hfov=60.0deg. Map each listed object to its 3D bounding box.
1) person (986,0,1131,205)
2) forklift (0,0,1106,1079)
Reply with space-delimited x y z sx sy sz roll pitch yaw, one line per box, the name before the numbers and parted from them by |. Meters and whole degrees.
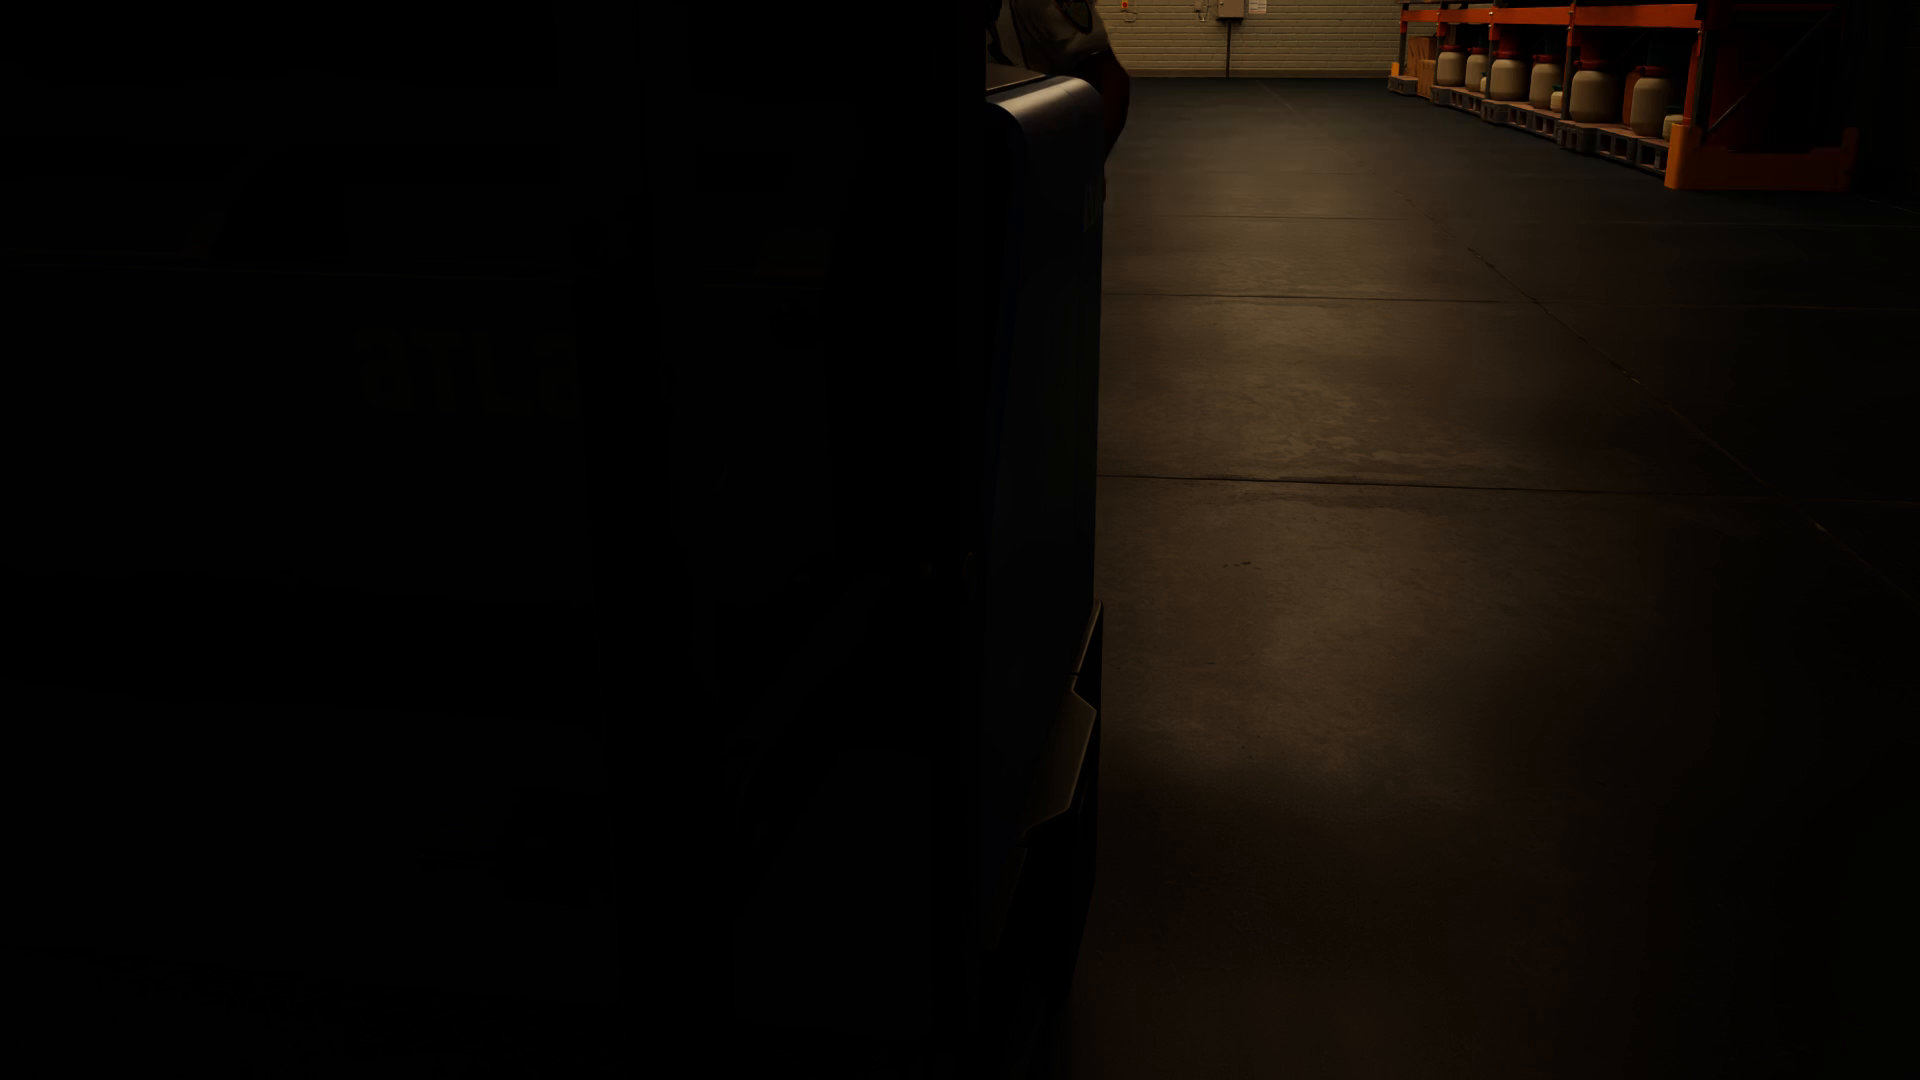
person | -0.053 -0.640 3.336 0.779 1.510 0.666 7 19 21
forklift | -0.570 -0.615 0.901 1.130 2.935 3.031 3 18 10
